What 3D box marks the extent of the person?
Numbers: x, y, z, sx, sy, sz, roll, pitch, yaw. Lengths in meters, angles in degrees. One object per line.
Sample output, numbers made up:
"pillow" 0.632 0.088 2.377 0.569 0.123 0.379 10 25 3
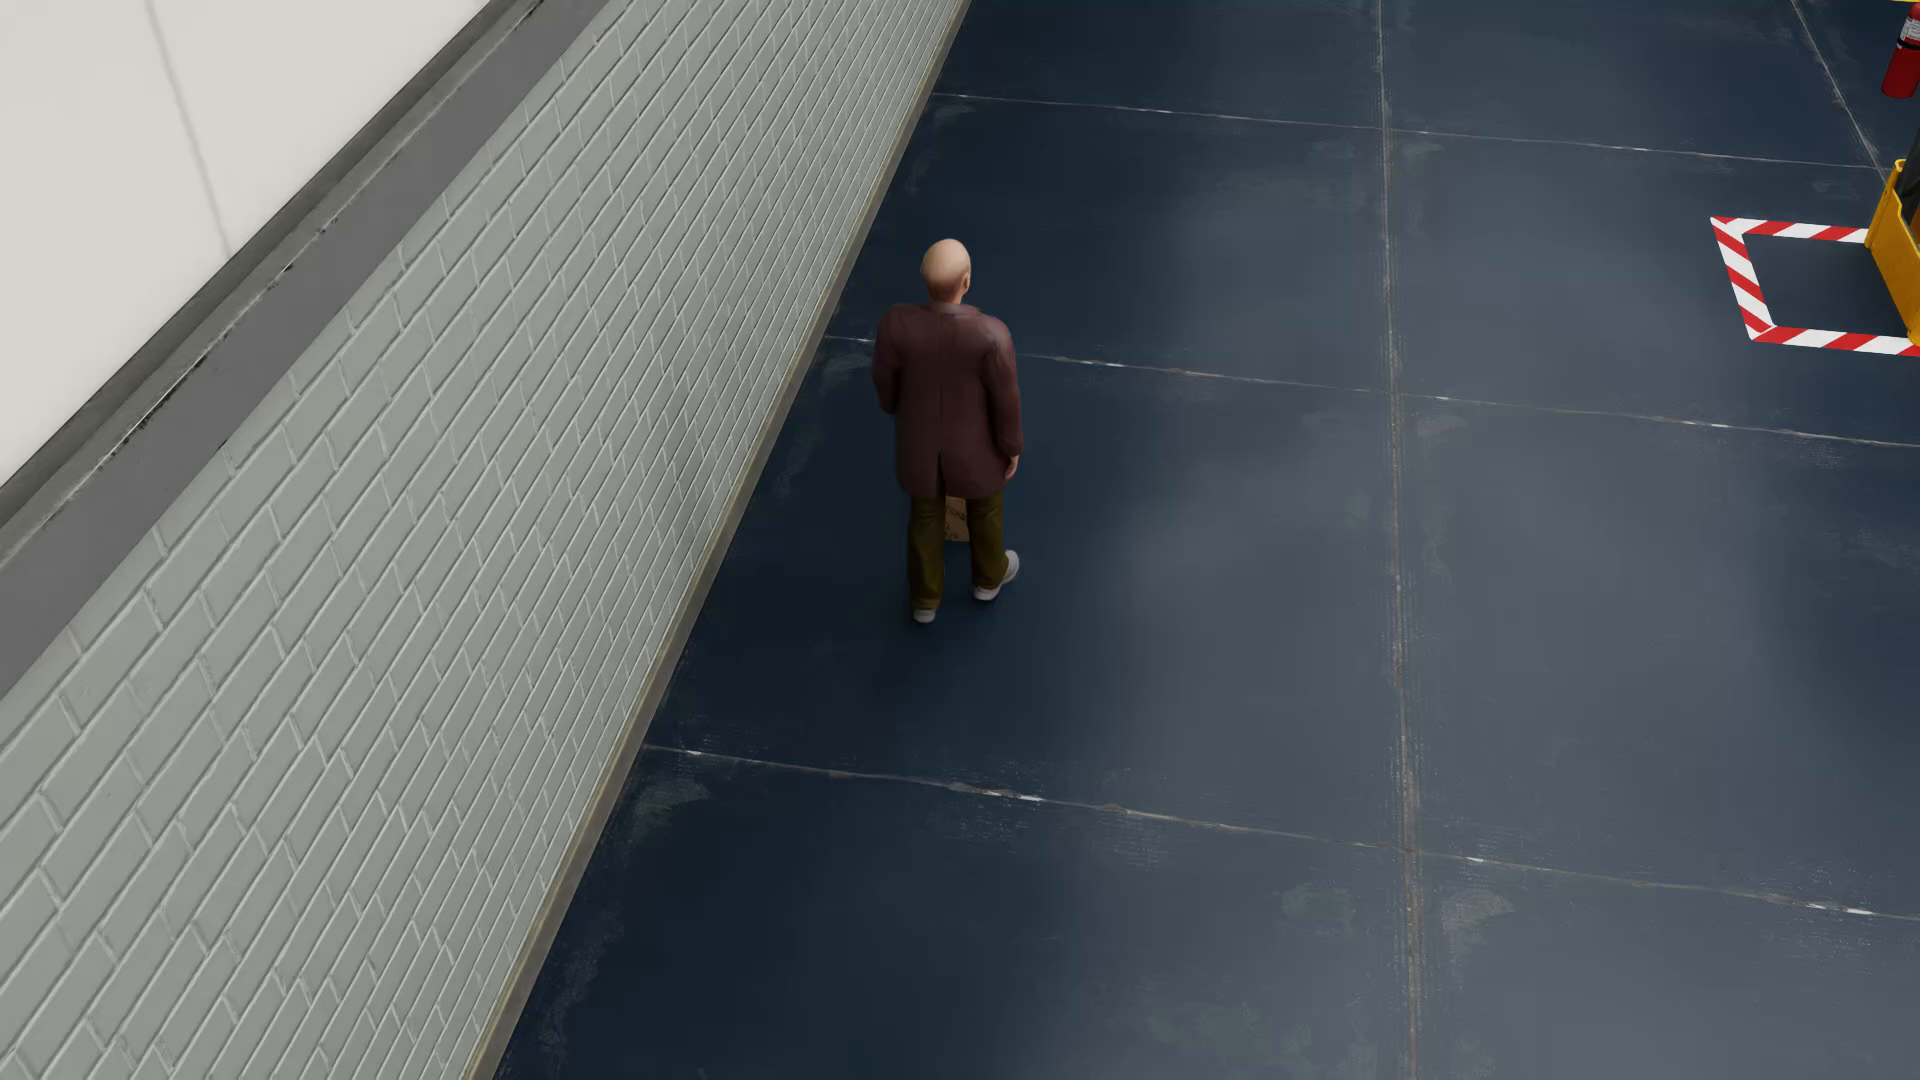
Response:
"person" -0.023 -0.471 6.717 0.632 1.798 0.558 9 41 11
